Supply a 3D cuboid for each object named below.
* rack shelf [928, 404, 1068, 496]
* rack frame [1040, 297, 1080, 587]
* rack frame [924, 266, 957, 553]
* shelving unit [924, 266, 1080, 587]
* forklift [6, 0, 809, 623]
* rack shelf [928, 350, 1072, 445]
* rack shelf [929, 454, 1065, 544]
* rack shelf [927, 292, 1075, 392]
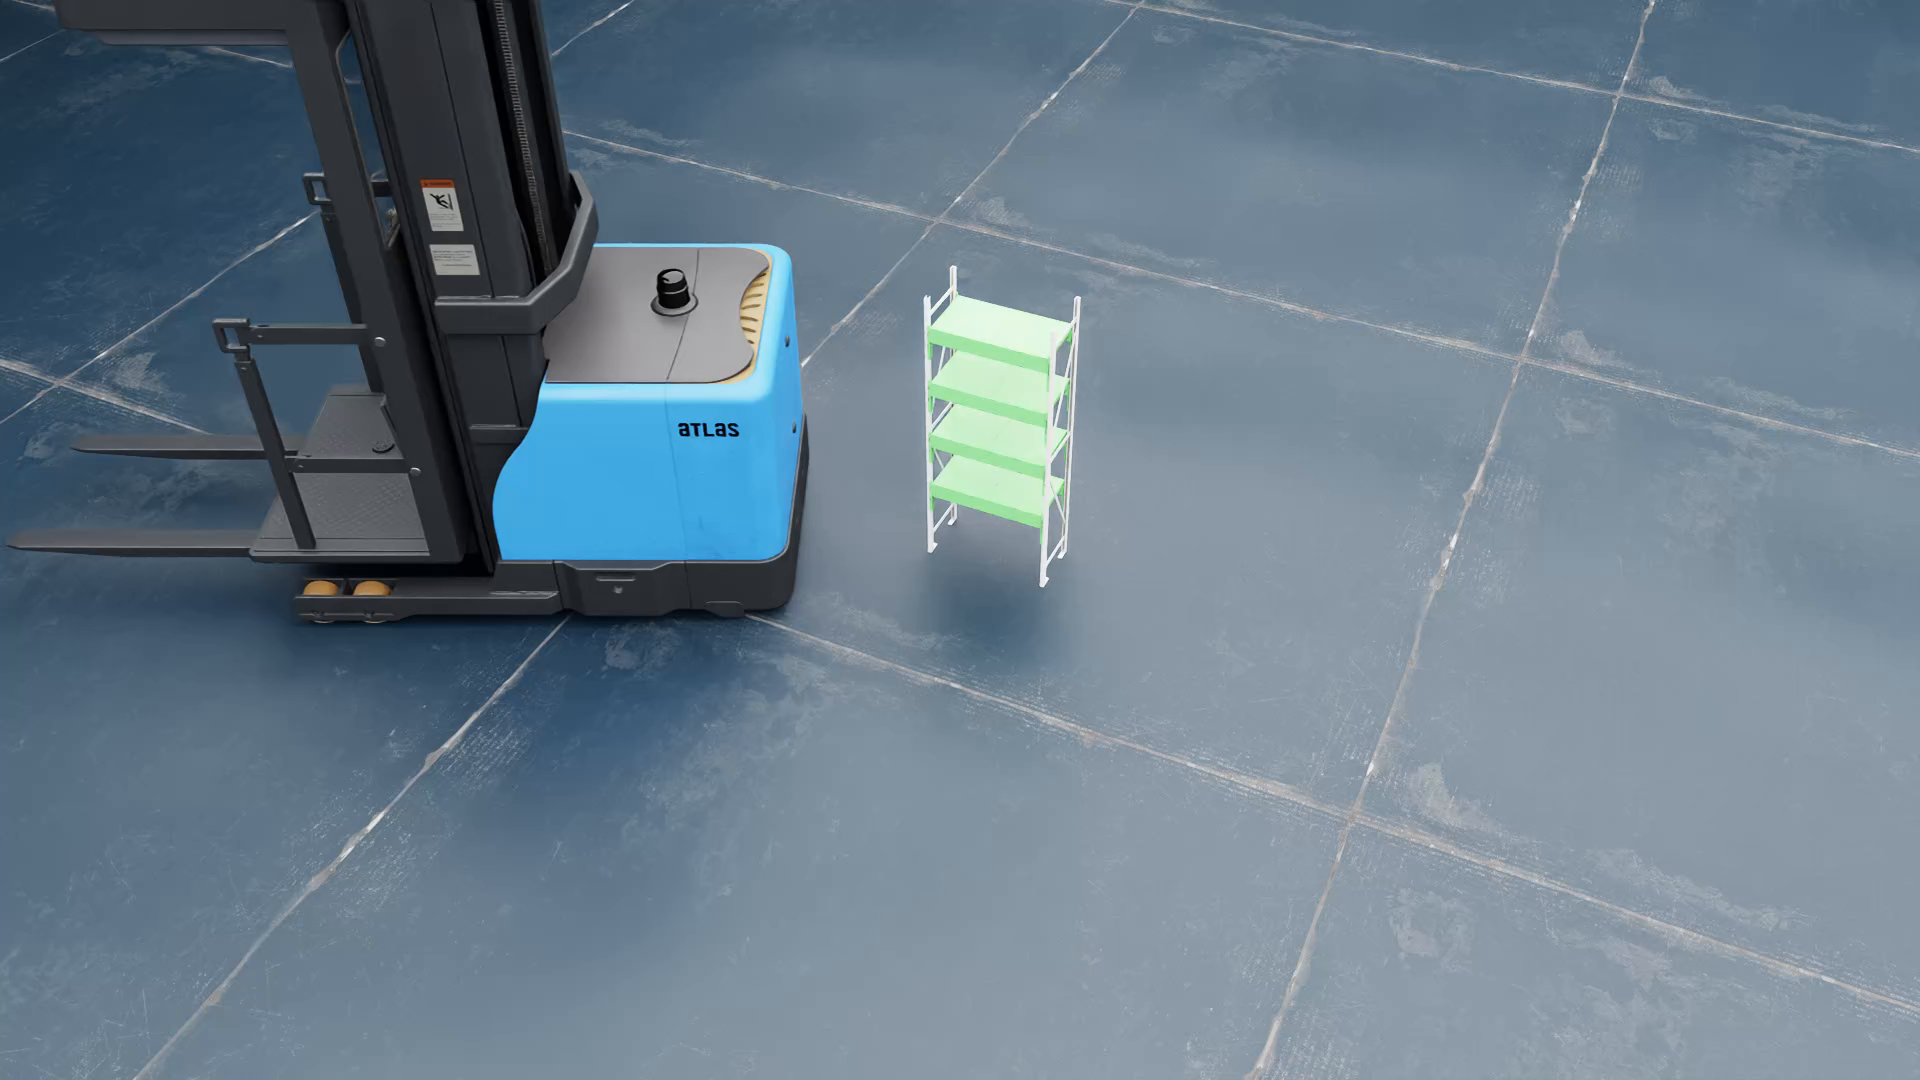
[{"bbox_3d":[0.150,-0.359,6.346,0.480,0.148,0.258,17,44,19],"label":"rack shelf"},{"bbox_3d":[0.371,-0.340,6.226,0.015,1.200,0.240,17,44,19],"label":"rack frame"},{"bbox_3d":[-0.071,-0.475,6.382,0.015,1.200,0.240,17,44,19],"label":"rack frame"},{"bbox_3d":[0.150,-0.408,6.304,0.503,1.200,0.258,17,44,19],"label":"shelving unit"},{"bbox_3d":[-2.155,-1.135,5.822,3.031,2.935,1.130,0,41,0],"label":"forklift"},{"bbox_3d":[0.150,-0.541,6.189,0.480,0.148,0.258,17,44,19],"label":"rack shelf"},{"bbox_3d":[0.150,-0.178,6.503,0.480,0.148,0.258,17,44,19],"label":"rack shelf"},{"bbox_3d":[0.150,-0.722,6.032,0.480,0.148,0.258,17,44,19],"label":"rack shelf"}]
